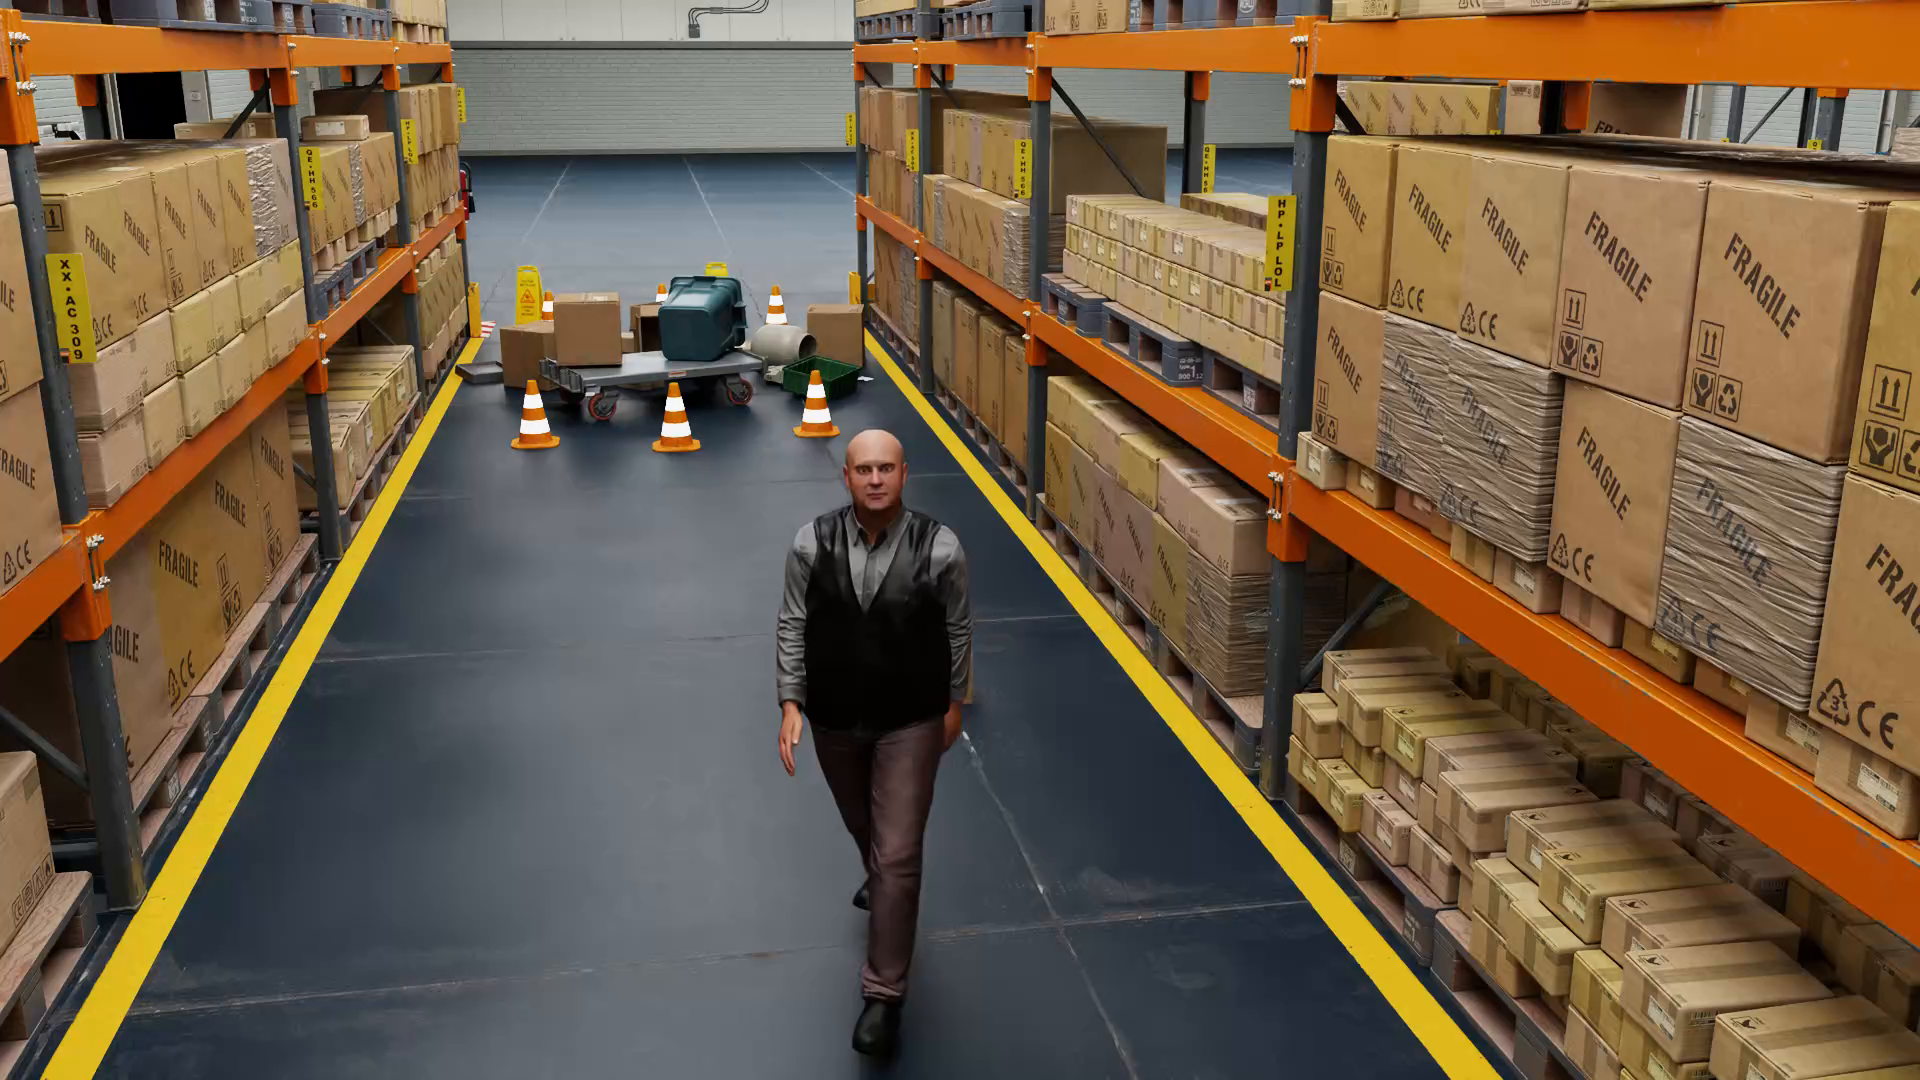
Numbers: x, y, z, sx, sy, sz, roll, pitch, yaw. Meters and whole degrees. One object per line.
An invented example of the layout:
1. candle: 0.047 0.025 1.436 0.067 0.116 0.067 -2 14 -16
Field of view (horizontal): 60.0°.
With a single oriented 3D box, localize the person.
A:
1. person: -0.259 0.511 4.828 0.544 1.673 1.051 3 17 11
